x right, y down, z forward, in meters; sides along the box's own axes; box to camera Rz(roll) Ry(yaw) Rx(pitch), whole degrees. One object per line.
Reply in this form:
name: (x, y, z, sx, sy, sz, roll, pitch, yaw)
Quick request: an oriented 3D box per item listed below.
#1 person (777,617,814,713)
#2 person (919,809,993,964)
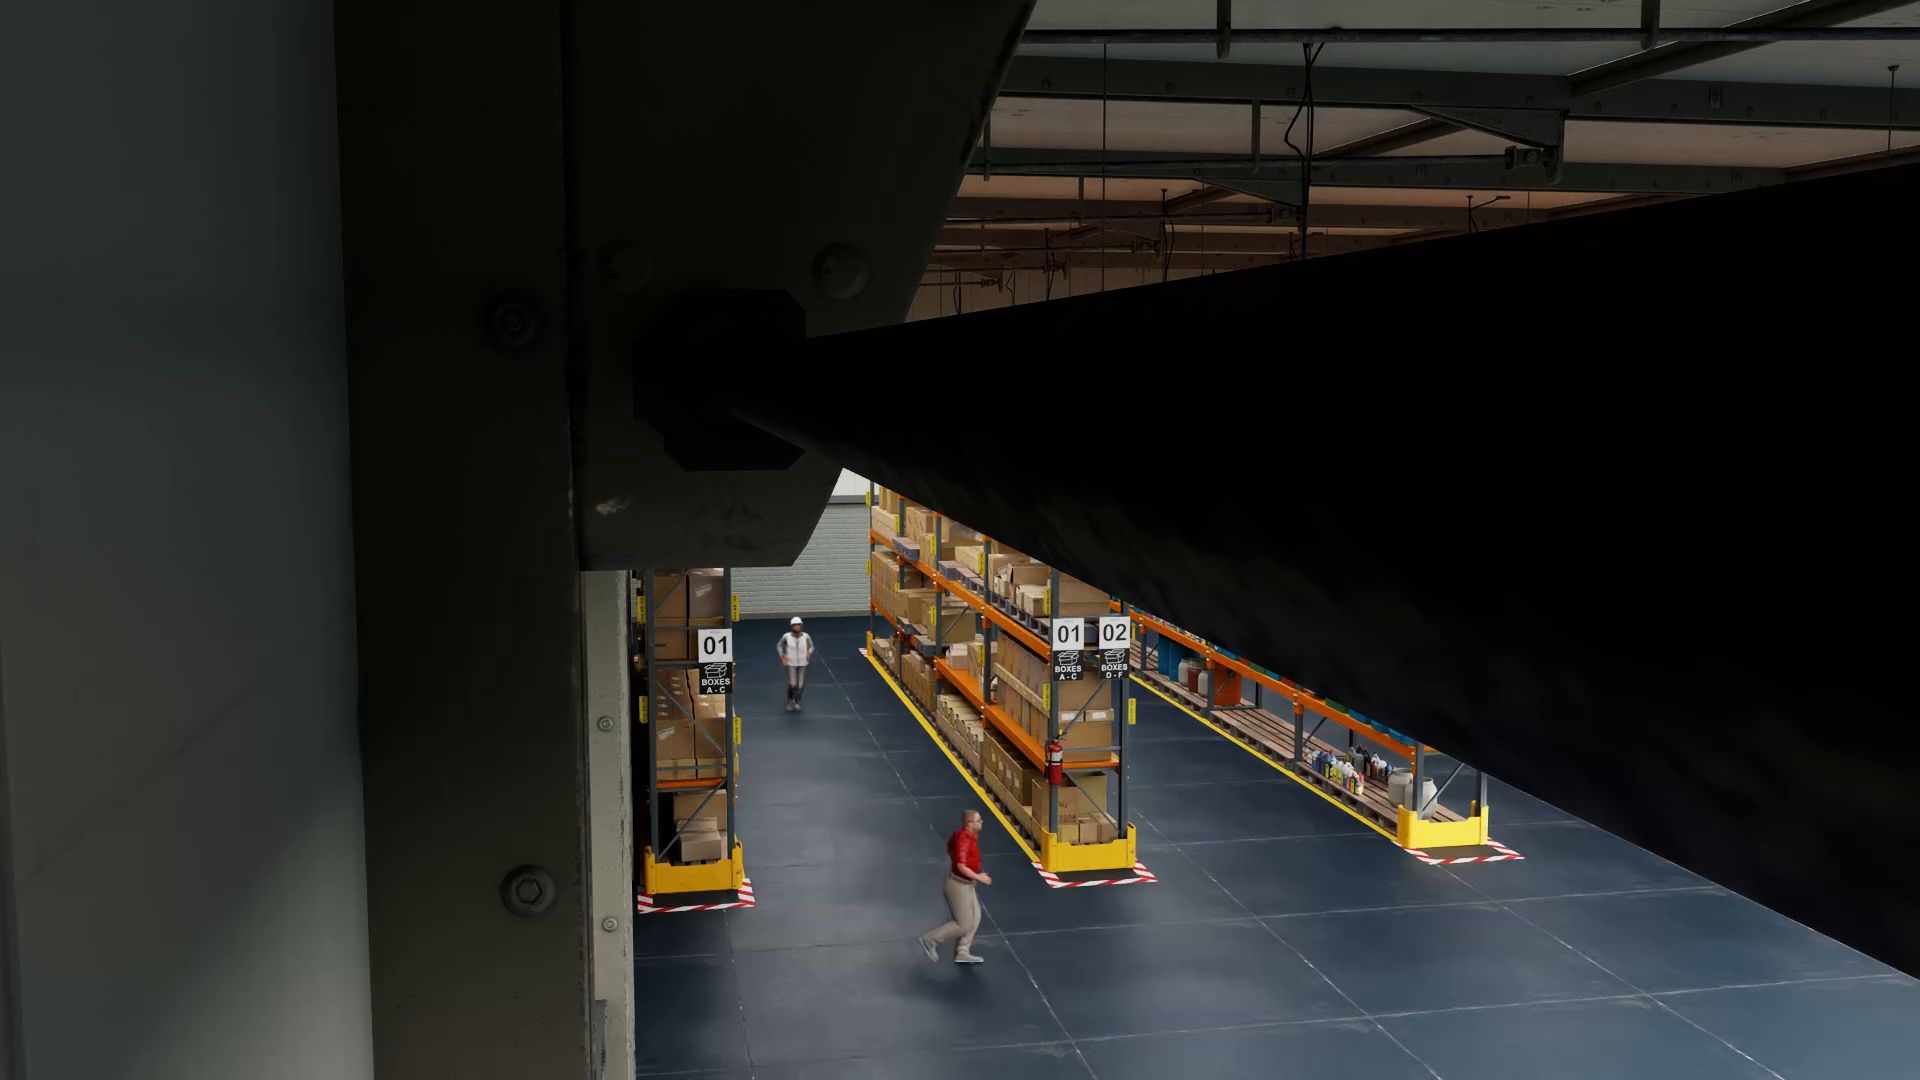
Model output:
person: (-2.984, 2.286, 30.426, 0.668, 1.759, 0.664, -2, 6, -16)
person: (-0.042, 3.678, 17.595, 0.776, 1.673, 0.659, 0, 6, 1)
